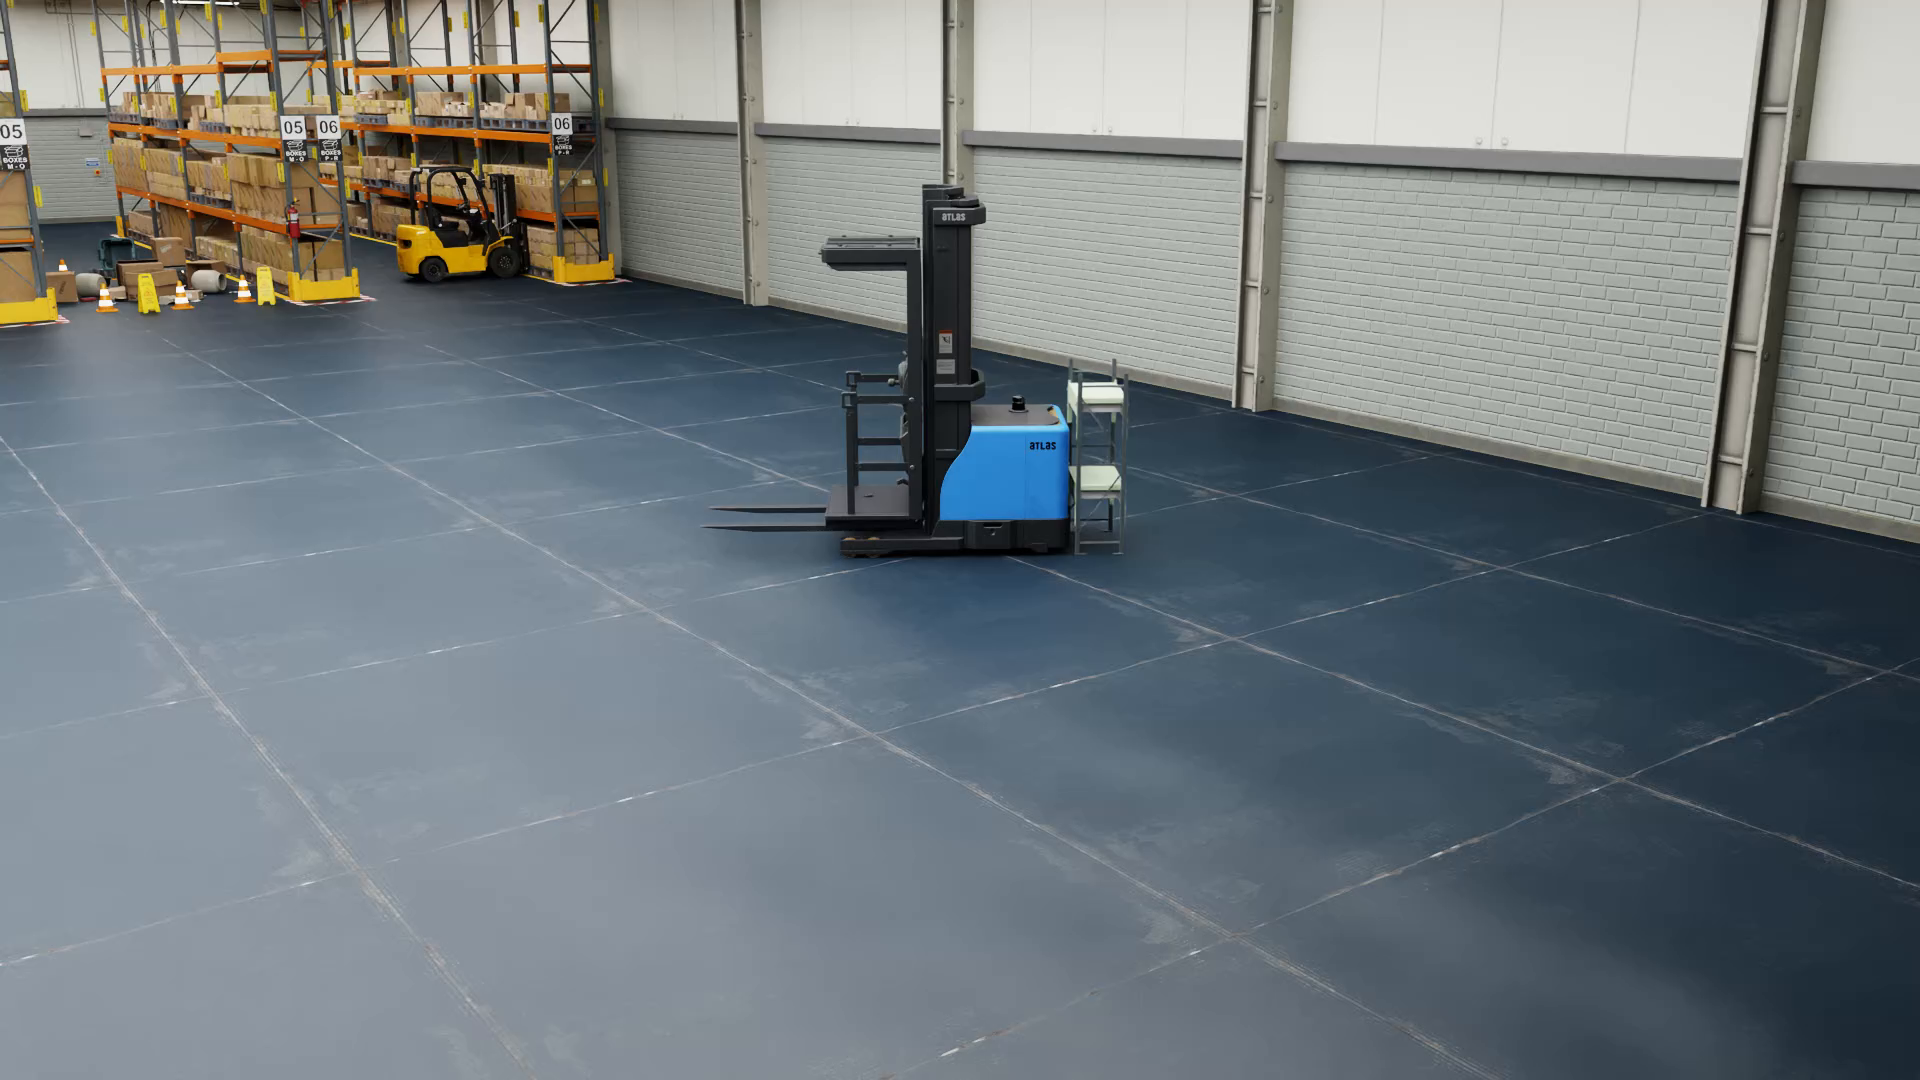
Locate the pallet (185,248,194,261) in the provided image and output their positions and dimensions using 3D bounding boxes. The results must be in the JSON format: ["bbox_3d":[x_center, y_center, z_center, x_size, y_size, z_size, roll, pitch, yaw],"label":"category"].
[{"bbox_3d":[-16.534,-6.349,36.873,1.003,0.211,1.213,-11,19,-35],"label":"pallet"}]

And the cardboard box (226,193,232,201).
[{"bbox_3d":[-14.306,-6.808,32.949,0.380,0.149,0.250,-11,19,-34],"label":"cardboard box"}]

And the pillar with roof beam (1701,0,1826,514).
[{"bbox_3d":[3.533,-3.966,11.520,9.100,9.000,0.400,-11,19,-35],"label":"pillar with roof beam"}]

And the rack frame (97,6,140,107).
[{"bbox_3d":[-20.833,-12.116,41.298,0.949,2.616,0.053,-11,19,-35],"label":"rack frame"}]

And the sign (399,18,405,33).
[{"bbox_3d":[-12.552,-11.581,37.424,0.100,0.325,0.005,-11,19,-35],"label":"sign"}]

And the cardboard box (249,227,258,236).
[{"bbox_3d":[-13.323,-5.897,31.704,0.380,0.149,0.250,-10,18,-32],"label":"cardboard box"}]

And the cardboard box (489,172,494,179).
[{"bbox_3d":[-9.639,-7.628,34.846,0.380,0.149,0.250,-10,18,-33],"label":"cardboard box"}]

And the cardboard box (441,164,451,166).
[{"bbox_3d":[-11.764,-8.608,38.427,0.380,0.149,0.250,-10,18,-33],"label":"cardboard box"}]

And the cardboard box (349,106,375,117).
[{"bbox_3d":[-14.957,-10.721,41.604,0.500,0.250,0.500,-11,19,-34],"label":"cardboard box"}]

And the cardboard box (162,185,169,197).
[{"bbox_3d":[-17.558,-7.830,37.287,0.500,0.250,0.500,-11,19,-35],"label":"cardboard box"}]

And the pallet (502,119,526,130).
[{"bbox_3d":[-8.532,-8.397,33.558,1.003,0.211,1.213,-11,19,-35],"label":"pallet"}]

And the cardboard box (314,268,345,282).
[{"bbox_3d":[-11.679,-4.897,30.699,0.500,0.250,0.500,-11,19,-35],"label":"cardboard box"}]

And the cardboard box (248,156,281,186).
[{"bbox_3d":[-12.580,-6.757,30.434,0.700,0.500,0.500,-11,19,-35],"label":"cardboard box"}]

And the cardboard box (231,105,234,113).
[{"bbox_3d":[-13.534,-8.143,31.430,0.380,0.149,0.250,-12,19,-36],"label":"cardboard box"}]

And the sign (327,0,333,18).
[{"bbox_3d":[-10.989,-9.272,28.987,0.100,0.325,0.005,-11,19,-35],"label":"sign"}]

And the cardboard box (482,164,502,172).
[{"bbox_3d":[-9.820,-7.821,34.989,0.380,0.149,0.250,-10,18,-33],"label":"cardboard box"}]

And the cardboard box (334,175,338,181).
[{"bbox_3d":[-16.134,-9.476,43.494,0.380,0.149,0.250,-12,19,-36],"label":"cardboard box"}]

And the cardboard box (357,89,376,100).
[{"bbox_3d":[-14.576,-10.940,40.827,0.396,0.266,0.258,-11,19,-35],"label":"cardboard box"}]

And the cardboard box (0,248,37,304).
[{"bbox_3d":[-15.825,-4.328,27.436,0.875,0.875,0.875,-11,19,-34],"label":"cardboard box"}]

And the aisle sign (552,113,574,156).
[{"bbox_3d":[-7.614,-7.771,31.862,0.394,0.787,0.004,-11,19,-35],"label":"aisle sign"}]

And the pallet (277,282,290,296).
[{"bbox_3d":[-11.922,-4.656,30.686,1.003,0.211,1.213,-11,19,-35],"label":"pallet"}]

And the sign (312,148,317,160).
[{"bbox_3d":[-17.262,-10.327,44.484,0.100,0.325,0.005,-11,19,-35],"label":"sign"}]

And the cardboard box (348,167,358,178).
[{"bbox_3d":[-15.274,-9.386,42.407,0.500,0.250,0.500,-11,19,-34],"label":"cardboard box"}]

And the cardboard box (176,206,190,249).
[{"bbox_3d":[-16.992,-7.043,37.356,0.875,0.875,0.875,-11,19,-34],"label":"cardboard box"}]

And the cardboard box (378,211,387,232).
[{"bbox_3d":[-14.047,-7.886,41.145,0.500,0.500,0.500,-11,19,-35],"label":"cardboard box"}]

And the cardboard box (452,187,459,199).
[{"bbox_3d":[-10.842,-7.643,36.602,0.500,0.250,0.500,-11,19,-34],"label":"cardboard box"}]

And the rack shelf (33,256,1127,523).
[{"bbox_3d":[-9.346,-3.623,26.161,20.390,0.609,26.908,-1,15,-2],"label":"rack shelf"}]

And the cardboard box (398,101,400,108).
[{"bbox_3d":[-12.942,-10.205,38.963,0.380,0.149,0.250,-11,19,-35],"label":"cardboard box"}]

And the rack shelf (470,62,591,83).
[{"bbox_3d":[-8.591,-9.357,33.339,1.077,0.370,4.000,-11,19,-35],"label":"rack shelf"}]

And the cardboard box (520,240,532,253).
[{"bbox_3d":[-8.561,-5.965,33.655,0.500,0.250,0.500,-11,19,-36],"label":"cardboard box"}]

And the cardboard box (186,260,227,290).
[{"bbox_3d":[-14.251,-5.015,31.448,0.500,0.500,0.500,1,15,4],"label":"cardboard box"}]

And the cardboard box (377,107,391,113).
[{"bbox_3d":[-13.692,-10.266,39.710,0.380,0.149,0.250,-10,18,-33],"label":"cardboard box"}]

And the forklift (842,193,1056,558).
[{"bbox_3d":[-12.323,-8.376,27.610,25.350,9.011,32.329,0,15,-2],"label":"forklift"}]

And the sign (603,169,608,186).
[{"bbox_3d":[-6.963,-7.117,32.608,0.100,0.325,0.005,-11,19,-35],"label":"sign"}]

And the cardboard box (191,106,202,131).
[{"bbox_3d":[-15.583,-8.805,34.692,0.700,0.500,0.500,-11,19,-35],"label":"cardboard box"}]

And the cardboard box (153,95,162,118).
[{"bbox_3d":[-17.403,-9.543,36.593,0.500,0.500,0.500,-11,19,-34],"label":"cardboard box"}]

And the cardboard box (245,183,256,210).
[{"bbox_3d":[-13.148,-6.501,31.395,0.500,0.500,0.500,-11,19,-35],"label":"cardboard box"}]

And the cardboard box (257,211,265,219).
[{"bbox_3d":[-12.939,-6.097,31.147,0.380,0.149,0.250,-11,19,-35],"label":"cardboard box"}]

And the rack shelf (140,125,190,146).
[{"bbox_3d":[-17.308,-9.041,37.106,1.077,0.370,4.000,-11,19,-35],"label":"rack shelf"}]

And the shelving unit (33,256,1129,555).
[{"bbox_3d":[-9.346,-4.050,26.035,20.390,1.500,26.925,-1,15,-2],"label":"shelving unit"}]

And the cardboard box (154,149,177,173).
[{"bbox_3d":[-17.843,-8.548,37.542,0.500,0.500,0.500,-11,19,-36],"label":"cardboard box"}]

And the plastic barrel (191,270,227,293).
[{"bbox_3d":[-13.867,-4.769,30.698,0.512,0.421,0.421,1,15,4],"label":"plastic barrel"}]

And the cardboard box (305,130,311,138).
[{"bbox_3d":[-11.587,-7.294,29.839,0.380,0.149,0.250,-12,19,-36],"label":"cardboard box"}]

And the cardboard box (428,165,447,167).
[{"bbox_3d":[-11.840,-8.425,37.757,0.380,0.149,0.250,-10,18,-33],"label":"cardboard box"}]

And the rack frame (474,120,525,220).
[{"bbox_3d":[-9.767,-7.431,35.544,1.000,3.000,0.127,-11,19,-35],"label":"rack frame"}]

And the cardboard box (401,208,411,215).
[{"bbox_3d":[-13.185,-7.894,39.947,0.380,0.149,0.250,-11,19,-35],"label":"cardboard box"}]

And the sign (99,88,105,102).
[{"bbox_3d":[-21.288,-11.044,41.256,0.100,0.325,0.005,-11,19,-35],"label":"sign"}]

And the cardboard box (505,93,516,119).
[{"bbox_3d":[-8.707,-8.746,33.486,0.797,0.503,0.637,-10,18,-33],"label":"cardboard box"}]

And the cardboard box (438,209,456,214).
[{"bbox_3d":[-12.174,-7.754,39.437,0.380,0.149,0.250,-10,18,-32],"label":"cardboard box"}]

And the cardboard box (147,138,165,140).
[{"bbox_3d":[-19.668,-9.756,40.726,0.380,0.149,0.250,-10,18,-33],"label":"cardboard box"}]

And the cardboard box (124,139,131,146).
[{"bbox_3d":[-19.973,-9.609,40.190,0.380,0.149,0.250,-11,19,-36],"label":"cardboard box"}]
